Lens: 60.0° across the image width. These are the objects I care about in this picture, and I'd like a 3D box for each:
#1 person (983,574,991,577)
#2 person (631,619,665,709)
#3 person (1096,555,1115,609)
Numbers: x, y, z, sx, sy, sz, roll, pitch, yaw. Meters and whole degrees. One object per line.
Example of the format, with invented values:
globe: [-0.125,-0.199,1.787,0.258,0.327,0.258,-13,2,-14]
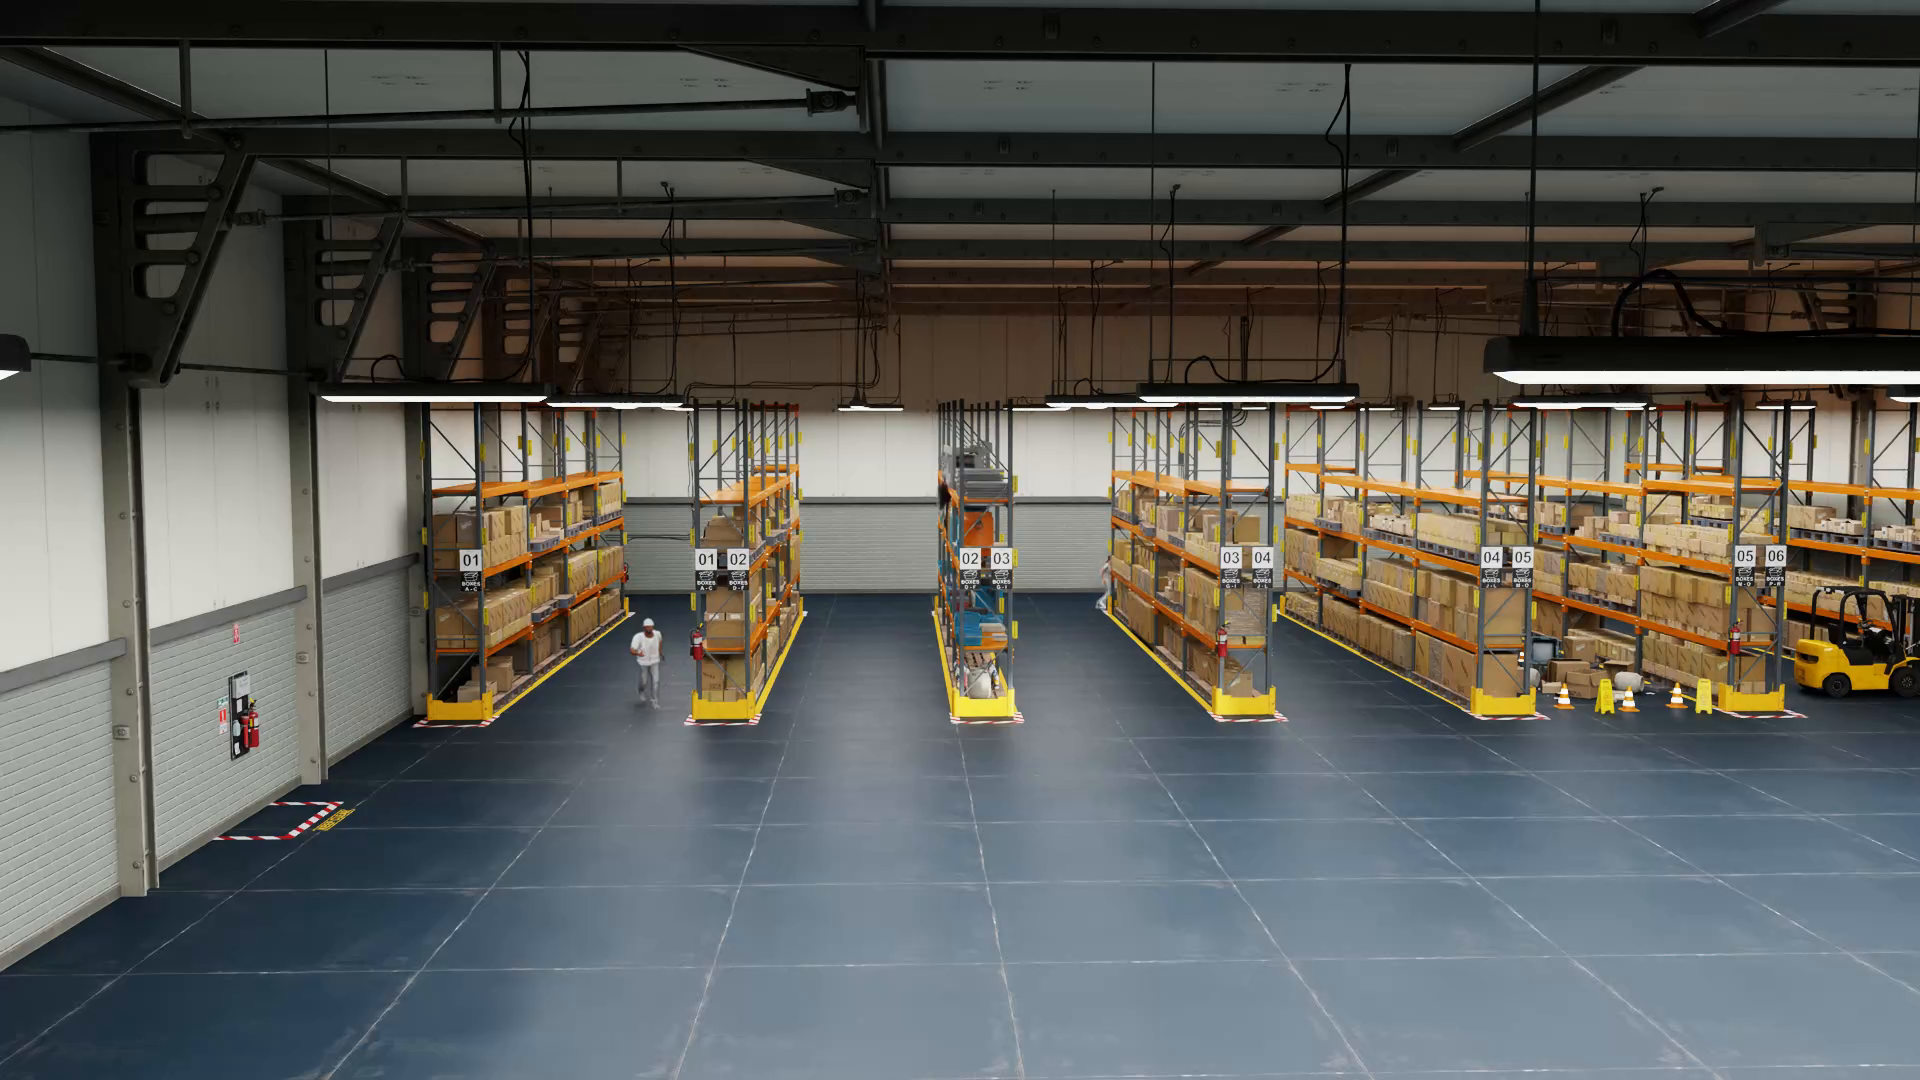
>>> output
person: [0.797,1.182,49.069,1.067,1.745,0.761,1,4,7]
person: [-6.076,2.375,32.299,0.673,1.729,1.045,-2,5,-23]
person: [4.342,1.227,48.767,0.718,1.588,0.566,1,5,16]
